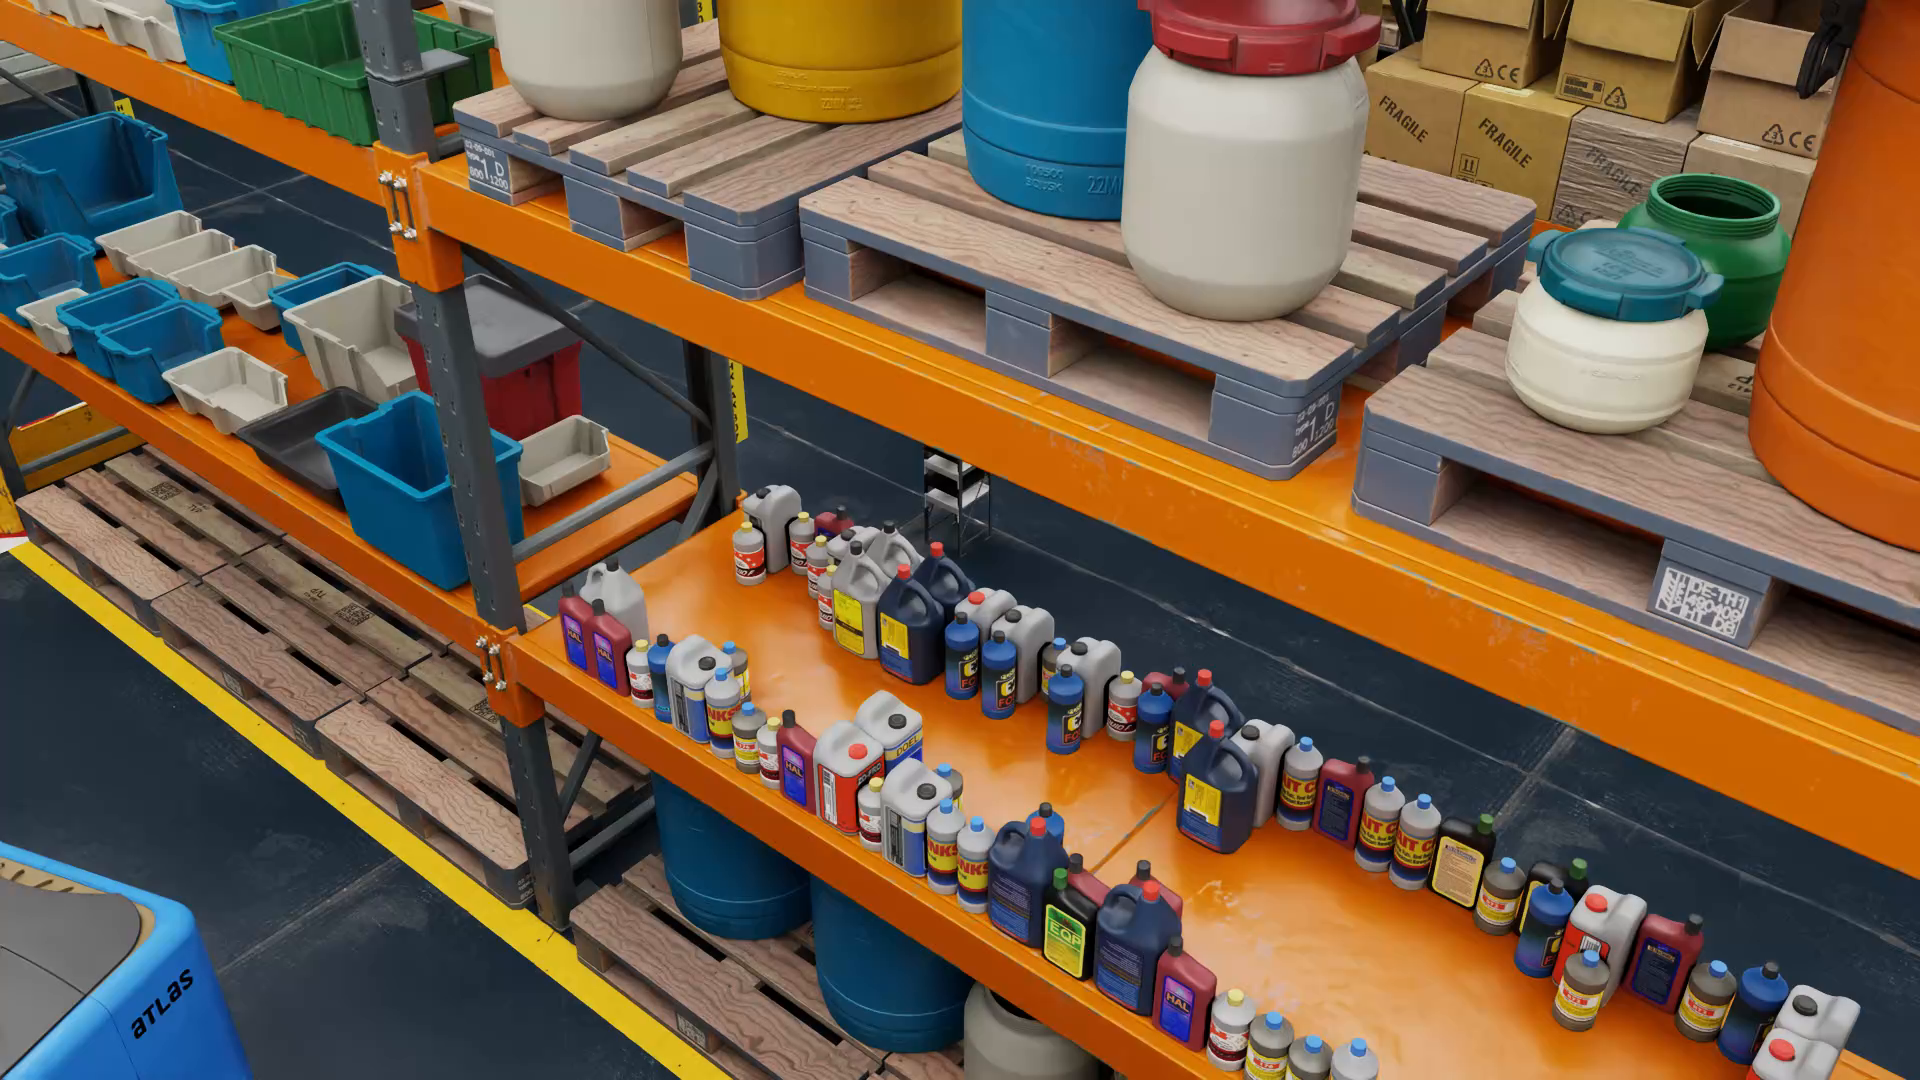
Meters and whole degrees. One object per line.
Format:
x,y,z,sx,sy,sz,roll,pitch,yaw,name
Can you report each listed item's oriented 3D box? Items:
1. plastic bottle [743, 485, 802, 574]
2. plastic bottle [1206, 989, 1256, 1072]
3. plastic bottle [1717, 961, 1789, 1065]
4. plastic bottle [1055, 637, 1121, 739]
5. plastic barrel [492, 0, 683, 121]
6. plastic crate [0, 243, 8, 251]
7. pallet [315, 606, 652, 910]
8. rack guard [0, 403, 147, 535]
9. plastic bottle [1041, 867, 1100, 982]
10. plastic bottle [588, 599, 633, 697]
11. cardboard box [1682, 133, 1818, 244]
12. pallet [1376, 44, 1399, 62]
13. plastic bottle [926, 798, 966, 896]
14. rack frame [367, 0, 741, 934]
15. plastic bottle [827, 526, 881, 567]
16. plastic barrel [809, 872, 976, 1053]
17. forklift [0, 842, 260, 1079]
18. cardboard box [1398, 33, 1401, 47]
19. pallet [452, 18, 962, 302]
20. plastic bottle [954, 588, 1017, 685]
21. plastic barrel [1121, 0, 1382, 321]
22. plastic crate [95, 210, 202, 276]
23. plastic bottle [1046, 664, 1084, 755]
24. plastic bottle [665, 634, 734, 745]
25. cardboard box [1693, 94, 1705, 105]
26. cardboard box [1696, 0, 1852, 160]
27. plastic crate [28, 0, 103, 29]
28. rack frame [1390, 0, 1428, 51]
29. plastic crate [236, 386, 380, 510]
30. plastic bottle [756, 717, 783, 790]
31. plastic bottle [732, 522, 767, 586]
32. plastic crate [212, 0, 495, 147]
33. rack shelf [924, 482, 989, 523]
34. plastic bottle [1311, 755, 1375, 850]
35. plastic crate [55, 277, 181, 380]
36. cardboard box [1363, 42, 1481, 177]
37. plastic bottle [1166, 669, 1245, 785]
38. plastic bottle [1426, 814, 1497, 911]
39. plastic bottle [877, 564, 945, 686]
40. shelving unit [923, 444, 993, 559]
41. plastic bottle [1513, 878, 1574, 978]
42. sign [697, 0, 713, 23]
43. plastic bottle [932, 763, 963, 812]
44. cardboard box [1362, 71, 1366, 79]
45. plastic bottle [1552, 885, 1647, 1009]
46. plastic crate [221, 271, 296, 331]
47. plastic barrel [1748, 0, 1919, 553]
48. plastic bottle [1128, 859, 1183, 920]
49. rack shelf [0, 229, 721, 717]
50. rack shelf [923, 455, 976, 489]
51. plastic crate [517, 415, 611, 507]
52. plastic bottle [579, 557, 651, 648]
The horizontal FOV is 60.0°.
-0.597,-0.056,5.292,0.135,0.276,0.152,25,42,32,plastic bottle
0.605,1.080,3.703,0.097,0.201,0.097,0,34,0,plastic bottle
1.770,1.041,3.698,0.097,0.271,0.097,0,34,0,plastic bottle
0.352,0.391,4.640,0.135,0.276,0.152,25,42,32,plastic bottle
-0.863,-1.275,3.817,0.433,0.535,0.433,0,34,0,plastic barrel
-4.009,-1.090,6.867,0.298,0.136,0.250,25,42,32,plastic crate
-1.697,0.790,6.413,1.213,0.211,1.003,25,42,32,pallet
-4.208,-0.531,8.082,0.348,0.500,1.175,25,42,32,rack guard
0.260,0.897,3.897,0.133,0.283,0.061,25,42,32,plastic bottle
-0.996,0.305,4.759,0.133,0.283,0.061,25,42,32,plastic bottle
3.427,-1.482,7.170,0.500,0.500,0.500,26,42,33,cardboard box
3.832,-3.906,13.251,1.213,0.211,1.003,25,42,32,pallet
-0.034,0.750,4.122,0.097,0.271,0.097,0,34,0,plastic bottle
-1.107,-0.110,5.260,0.127,3.000,1.000,25,42,32,rack frame
-0.317,0.076,5.099,0.135,0.276,0.152,25,42,32,plastic bottle
-0.156,1.043,5.064,0.708,0.901,0.600,25,42,32,plastic barrel
-3.030,1.336,3.215,1.130,2.935,3.031,12,36,17,forklift
3.634,-3.949,12.998,0.250,0.149,0.380,25,42,32,cardboard box
-0.442,-1.027,4.113,1.003,0.211,1.213,25,42,32,pallet
0.071,0.259,4.833,0.135,0.276,0.152,25,42,32,plastic bottle
0.508,-0.703,2.983,0.433,0.535,0.433,0,34,0,plastic barrel
-3.439,-1.258,7.112,0.243,0.136,0.396,25,42,32,plastic crate
0.287,0.454,4.552,0.097,0.271,0.097,0,34,0,plastic bottle
-0.714,0.408,4.617,0.135,0.276,0.152,25,42,32,plastic bottle
3.378,-1.887,7.759,0.500,0.500,0.500,25,42,31,cardboard box
3.566,-2.019,7.067,0.637,0.503,0.797,27,43,33,cardboard box
-2.675,-1.809,5.189,0.530,0.282,0.437,25,42,32,plastic crate
2.062,-2.264,8.398,0.127,3.000,1.000,25,42,32,rack frame
-2.139,-0.309,5.741,0.590,0.125,0.437,25,42,32,plastic crate
-0.493,0.563,4.456,0.097,0.201,0.097,0,34,0,plastic bottle
-0.663,0.035,5.224,0.097,0.201,0.097,0,34,0,plastic bottle
-1.626,-1.281,4.503,0.662,0.188,0.450,25,42,32,plastic crate
-0.006,-0.198,7.620,0.200,0.077,0.258,25,42,32,rack shelf
0.982,0.652,4.255,0.133,0.283,0.061,25,42,32,plastic bottle
-3.190,-0.805,6.367,0.300,0.233,0.416,25,42,32,plastic crate
2.255,-2.030,7.968,0.500,0.500,0.500,25,42,32,cardboard box
0.655,0.500,4.415,0.185,0.351,0.144,25,42,32,plastic bottle
1.234,0.770,4.082,0.133,0.283,0.061,25,42,32,plastic bottle
-0.142,0.231,4.808,0.185,0.351,0.144,25,42,32,plastic bottle
-0.006,-0.374,7.500,0.210,0.900,0.258,25,42,32,shelving unit
1.375,0.900,3.904,0.097,0.271,0.097,0,34,0,plastic bottle
-0.754,-1.588,4.756,0.005,0.325,0.100,25,42,32,sign
-0.040,0.664,4.309,0.097,0.201,0.097,0,34,0,plastic bottle
2.047,-2.413,8.836,0.250,0.149,0.380,25,42,32,cardboard box
1.486,0.925,3.862,0.135,0.276,0.152,25,42,32,plastic bottle
-2.756,-0.957,6.674,0.250,0.136,0.298,25,42,32,plastic crate
1.533,-0.454,2.362,0.708,0.830,0.600,25,42,32,plastic barrel
0.455,0.883,3.918,0.133,0.283,0.061,25,42,32,plastic bottle
-2.644,-0.537,6.518,4.000,0.370,1.077,25,42,32,rack shelf
-0.006,-0.346,7.518,0.200,0.077,0.258,25,42,32,rack shelf
-1.373,-0.256,5.654,0.243,0.136,0.396,25,42,32,plastic crate
-1.013,0.194,4.862,0.185,0.351,0.144,25,42,32,plastic bottle
